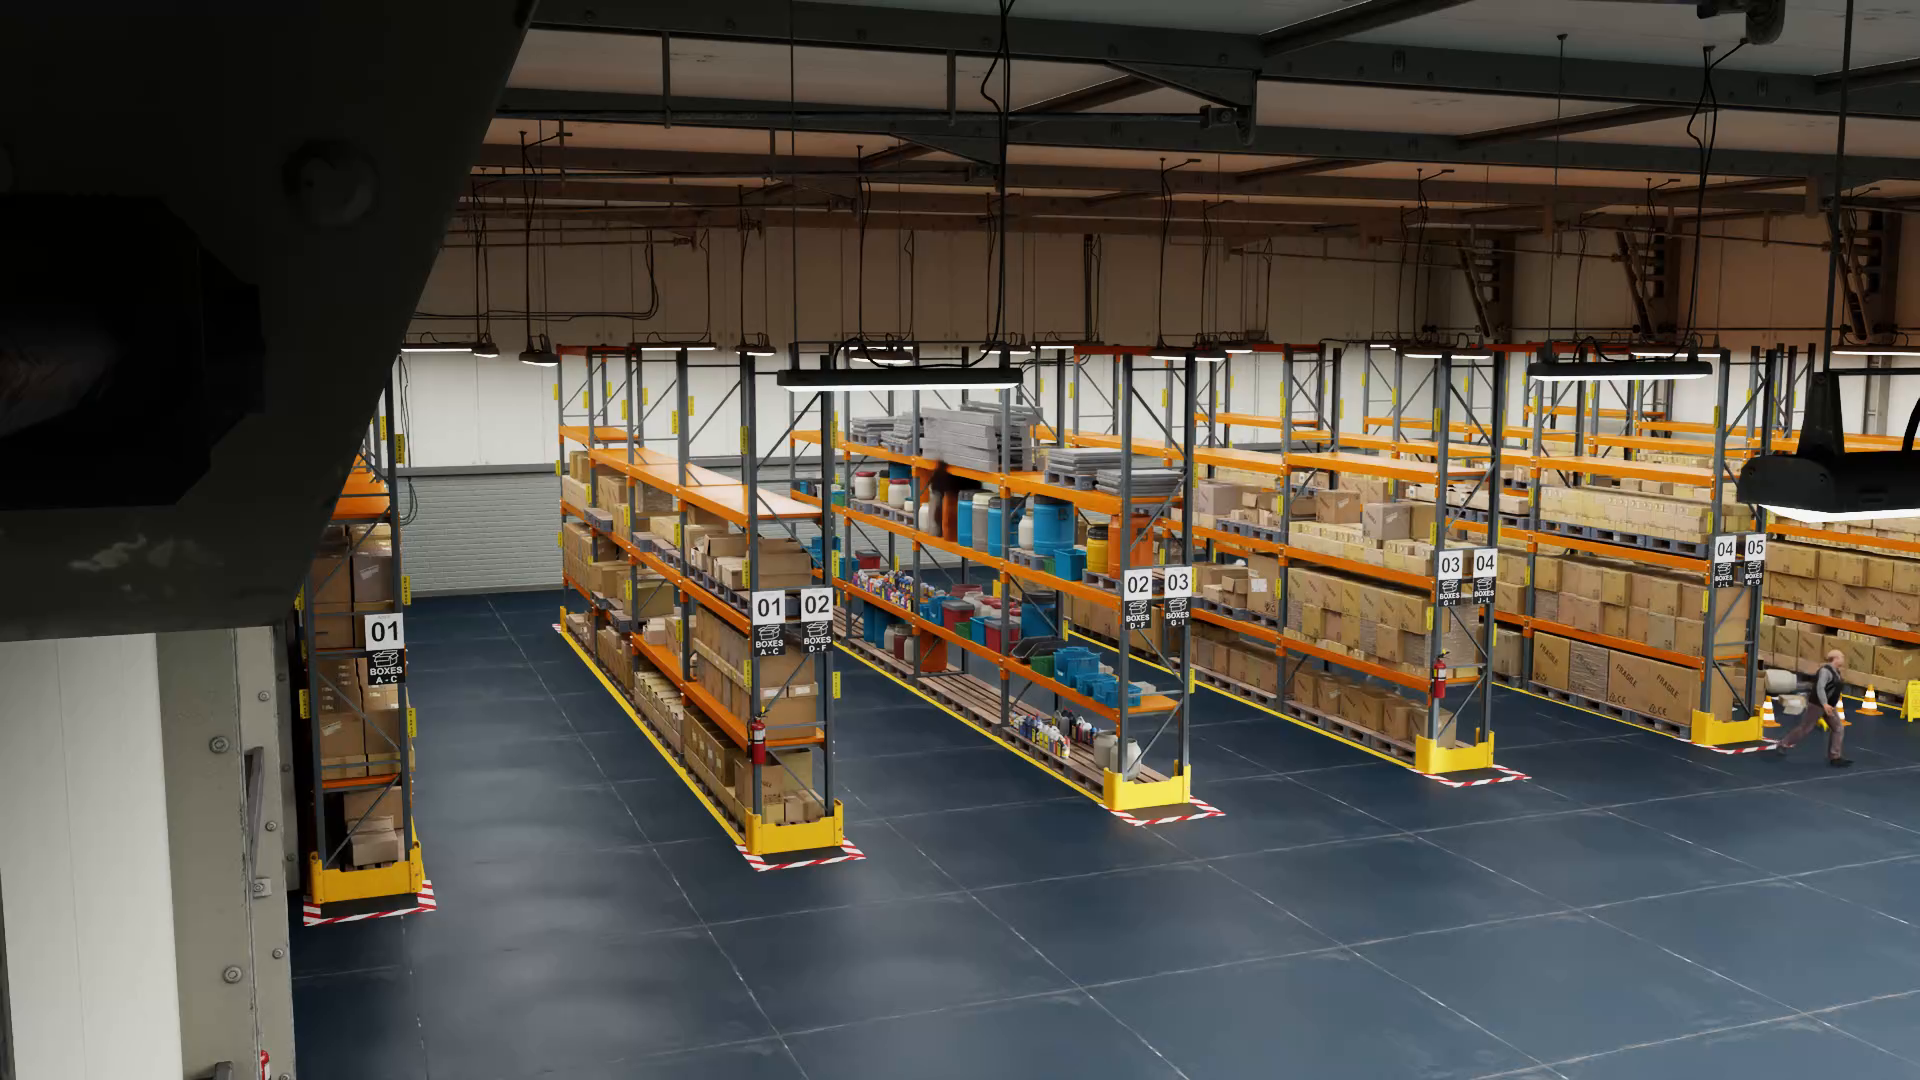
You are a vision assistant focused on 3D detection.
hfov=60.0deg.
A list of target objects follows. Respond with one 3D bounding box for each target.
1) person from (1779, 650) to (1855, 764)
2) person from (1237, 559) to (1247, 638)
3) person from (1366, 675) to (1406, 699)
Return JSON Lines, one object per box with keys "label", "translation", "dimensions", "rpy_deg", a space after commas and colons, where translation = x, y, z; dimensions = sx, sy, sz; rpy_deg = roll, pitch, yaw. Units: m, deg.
{"label": "person", "translation": [12.579, 2.415, 24.297], "dimensions": [0.953, 1.668, 0.649], "rpy_deg": [7, 10, 44]}
{"label": "person", "translation": [5.567, 1.286, 32.901], "dimensions": [0.667, 1.818, 0.754], "rpy_deg": [-4, 8, -29]}
{"label": "person", "translation": [7.430, 1.939, 28.675], "dimensions": [0.569, 1.496, 1.048], "rpy_deg": [-3, 8, -22]}
